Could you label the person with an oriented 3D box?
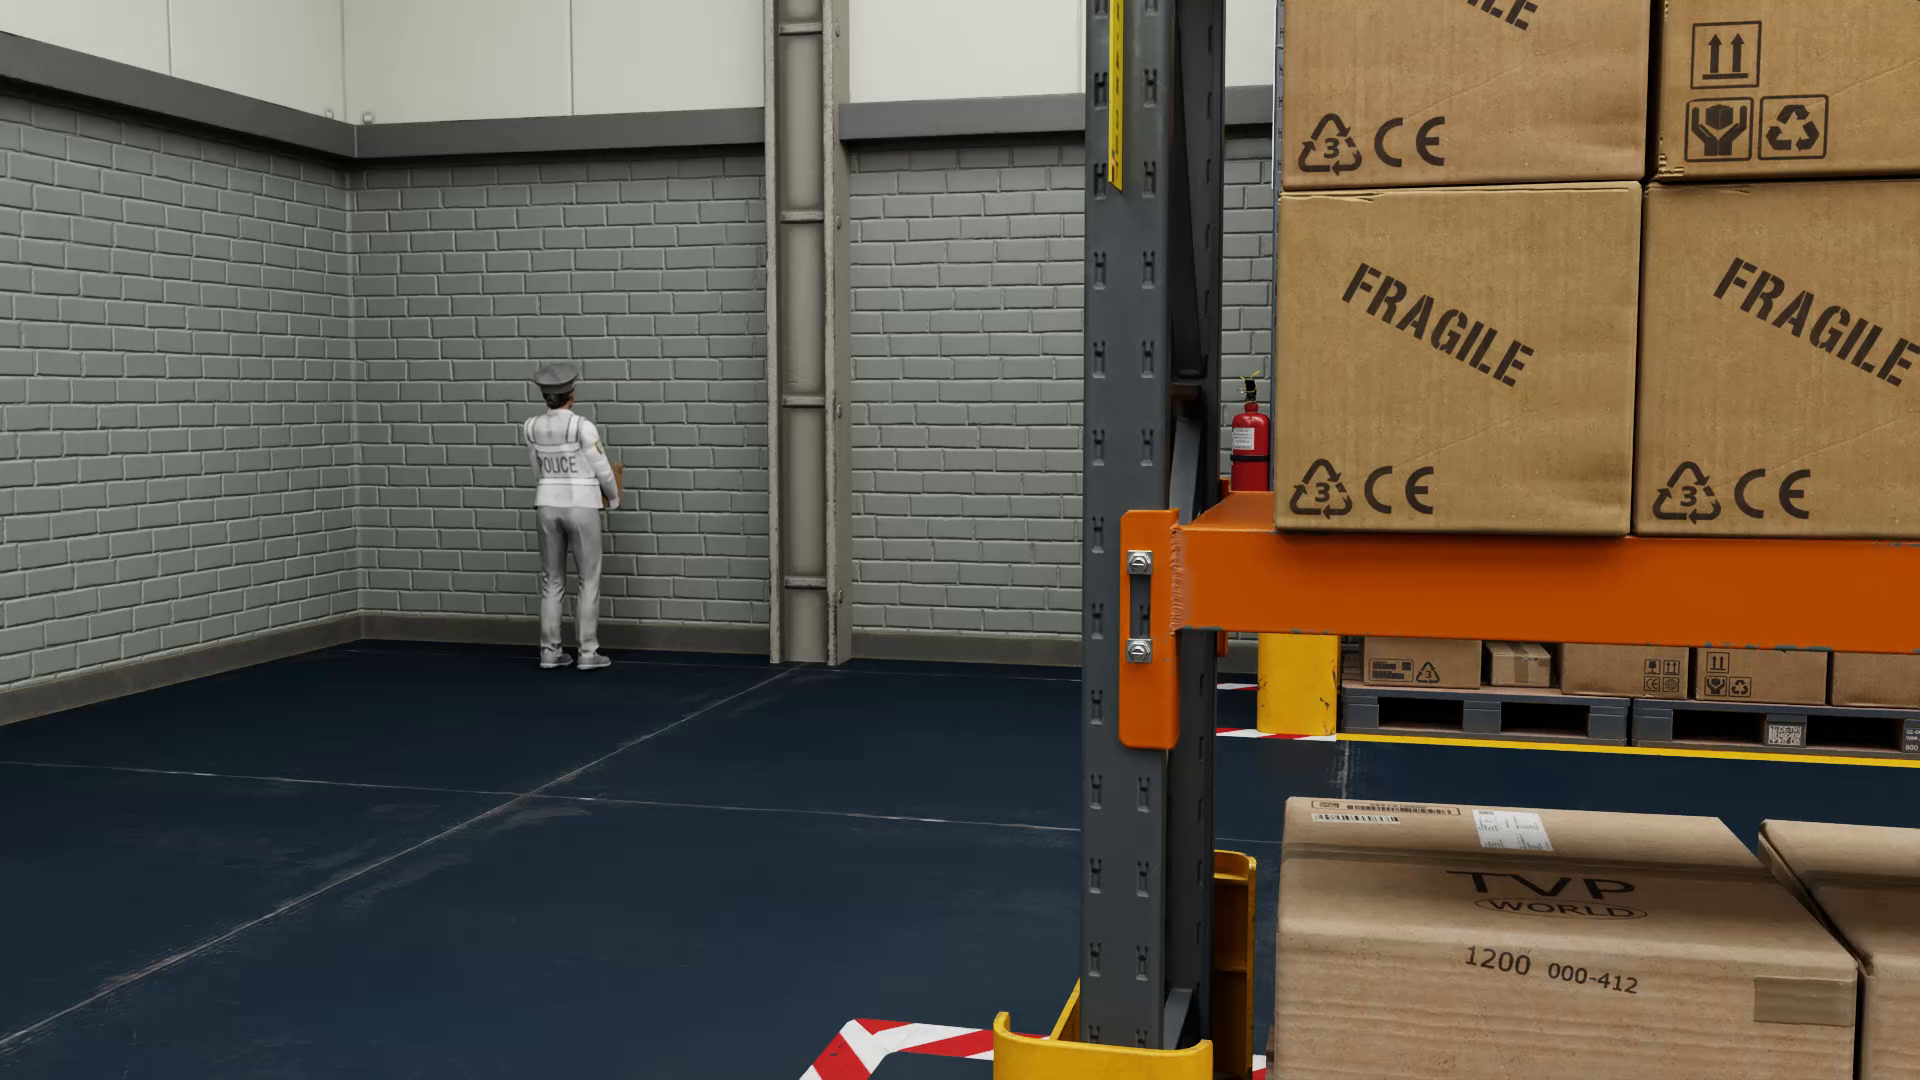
[{"bbox_3d":[-2.128,-0.134,9.200,0.459,1.687,0.547,1,5,15],"label":"person"}]
